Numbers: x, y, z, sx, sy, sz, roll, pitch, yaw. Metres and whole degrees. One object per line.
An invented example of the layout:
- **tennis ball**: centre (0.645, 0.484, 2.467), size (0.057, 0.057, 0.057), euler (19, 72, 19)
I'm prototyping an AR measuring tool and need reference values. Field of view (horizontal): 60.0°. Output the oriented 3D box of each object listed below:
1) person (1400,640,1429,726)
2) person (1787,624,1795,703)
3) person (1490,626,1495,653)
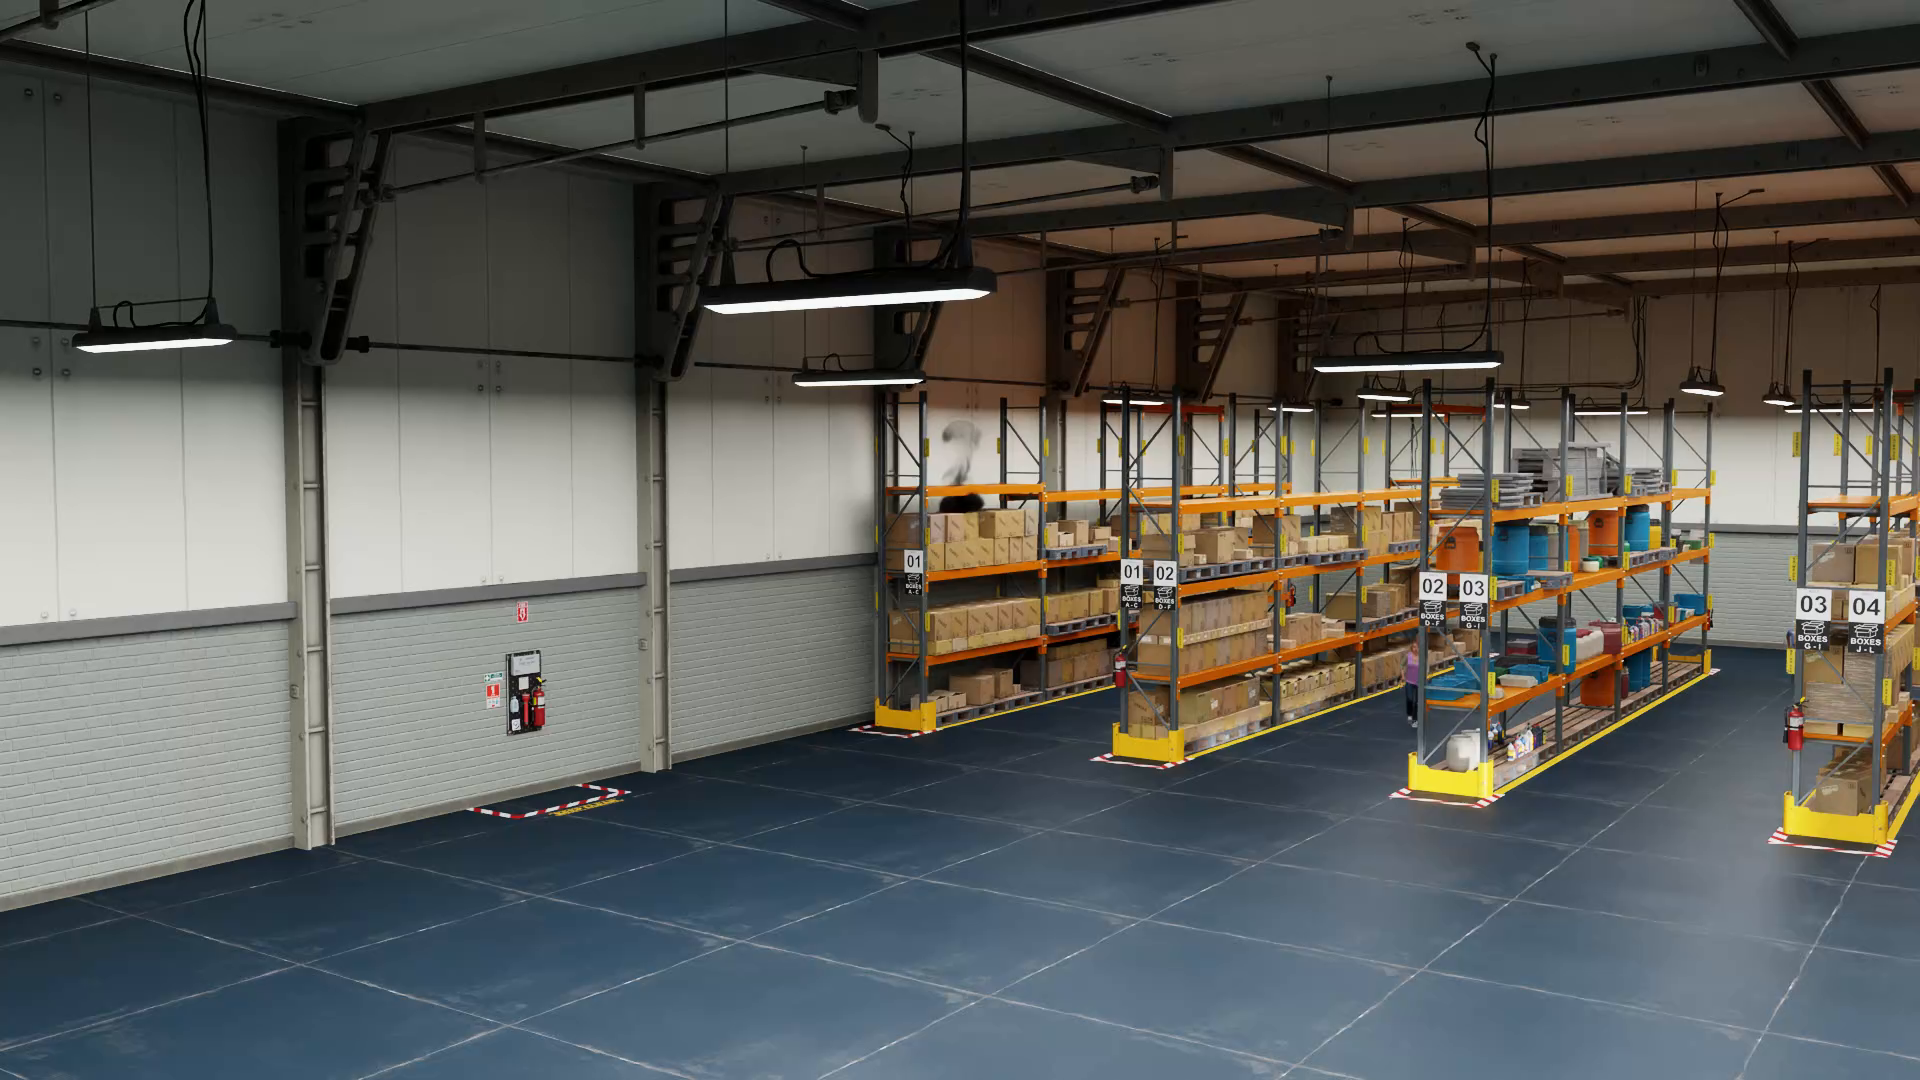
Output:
- **person**: centre (8.090, 2.563, 29.614), size (0.504, 1.557, 0.690), euler (1, 3, 16)
- **person**: centre (16.694, 2.373, 32.989), size (0.577, 1.667, 0.947), euler (2, 4, 35)
- **person**: centre (12.821, 1.886, 40.968), size (0.630, 1.730, 0.934), euler (-2, 4, -29)
